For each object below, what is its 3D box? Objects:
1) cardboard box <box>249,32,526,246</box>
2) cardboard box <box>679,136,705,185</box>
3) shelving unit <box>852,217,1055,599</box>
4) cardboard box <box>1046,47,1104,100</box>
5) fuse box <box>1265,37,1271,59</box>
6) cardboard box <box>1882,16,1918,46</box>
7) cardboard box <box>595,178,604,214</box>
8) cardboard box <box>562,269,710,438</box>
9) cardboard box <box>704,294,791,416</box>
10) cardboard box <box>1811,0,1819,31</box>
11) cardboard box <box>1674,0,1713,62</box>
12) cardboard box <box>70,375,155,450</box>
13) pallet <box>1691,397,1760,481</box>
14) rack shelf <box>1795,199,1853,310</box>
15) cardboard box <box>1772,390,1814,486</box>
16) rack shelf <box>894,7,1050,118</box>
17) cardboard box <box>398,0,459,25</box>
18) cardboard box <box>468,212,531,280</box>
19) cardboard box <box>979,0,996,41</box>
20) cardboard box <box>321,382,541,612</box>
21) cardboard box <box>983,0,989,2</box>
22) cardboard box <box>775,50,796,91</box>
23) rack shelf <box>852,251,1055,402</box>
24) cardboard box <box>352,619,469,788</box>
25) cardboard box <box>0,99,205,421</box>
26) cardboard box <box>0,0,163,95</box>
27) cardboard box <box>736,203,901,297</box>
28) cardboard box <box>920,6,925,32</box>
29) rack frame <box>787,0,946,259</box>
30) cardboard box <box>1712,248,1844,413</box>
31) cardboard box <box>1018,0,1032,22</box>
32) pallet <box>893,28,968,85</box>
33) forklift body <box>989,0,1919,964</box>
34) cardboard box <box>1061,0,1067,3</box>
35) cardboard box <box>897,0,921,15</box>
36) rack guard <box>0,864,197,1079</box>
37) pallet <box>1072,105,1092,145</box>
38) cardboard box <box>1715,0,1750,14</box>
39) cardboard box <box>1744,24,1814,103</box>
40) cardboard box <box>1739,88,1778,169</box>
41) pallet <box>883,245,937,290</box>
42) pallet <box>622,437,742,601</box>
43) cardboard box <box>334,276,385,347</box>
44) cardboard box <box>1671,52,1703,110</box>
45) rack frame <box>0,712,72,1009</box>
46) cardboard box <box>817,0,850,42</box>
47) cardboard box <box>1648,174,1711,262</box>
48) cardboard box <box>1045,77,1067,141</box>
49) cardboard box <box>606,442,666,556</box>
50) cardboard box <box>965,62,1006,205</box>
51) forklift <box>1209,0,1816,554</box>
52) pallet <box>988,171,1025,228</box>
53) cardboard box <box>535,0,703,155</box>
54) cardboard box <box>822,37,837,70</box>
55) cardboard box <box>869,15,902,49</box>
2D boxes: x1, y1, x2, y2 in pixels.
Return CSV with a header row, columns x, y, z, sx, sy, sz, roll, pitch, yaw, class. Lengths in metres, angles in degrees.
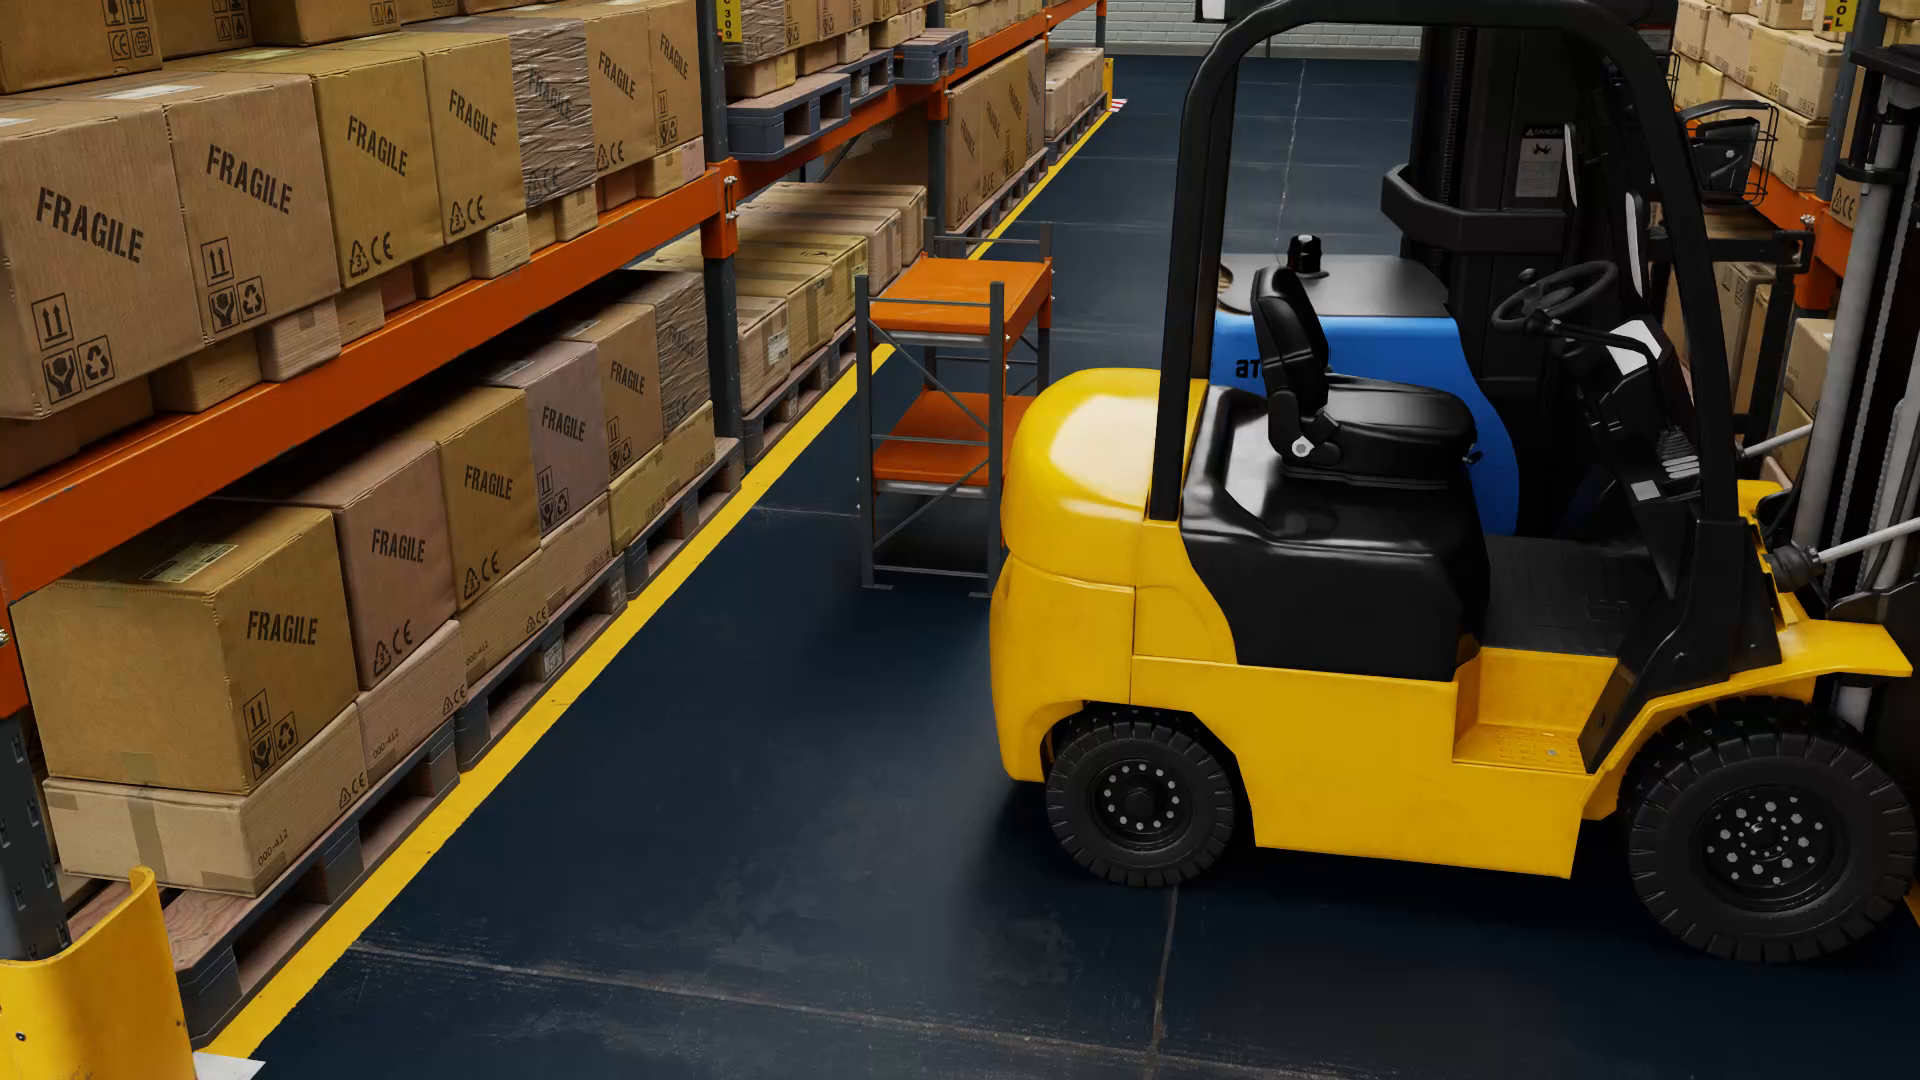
x,y,z,sx,sy,sz,roll,pitch,yaw,class
-1.556,-1.116,4.578,0.500,0.500,0.500,4,22,10,cardboard box
-1.176,-1.423,6.207,0.380,0.149,0.250,4,22,10,cardboard box
0.001,-0.524,6.150,0.538,1.125,1.048,4,22,11,shelving unit
1.003,-4.826,17.188,0.875,0.438,0.875,4,22,9,cardboard box
4.194,-7.321,22.242,0.539,1.711,0.414,4,22,11,fuse box
3.129,-1.554,5.194,0.380,0.149,0.250,4,22,10,cardboard box
-1.414,-1.151,5.533,0.380,0.149,0.250,4,22,10,cardboard box
-1.267,-0.710,6.216,0.500,0.500,0.500,4,22,10,cardboard box
-1.304,-0.848,7.399,0.950,0.372,0.625,5,22,12,cardboard box
3.440,-1.973,6.236,0.380,0.149,0.250,4,22,11,cardboard box
3.710,-2.411,7.857,0.500,0.250,0.500,4,22,10,cardboard box
-1.916,-0.302,3.425,0.380,0.149,0.250,5,22,12,cardboard box
3.563,-0.282,6.771,1.003,0.211,1.213,4,22,11,pallet
3.043,-0.238,3.891,1.077,0.370,4.000,4,22,11,rack shelf
3.050,-0.301,5.534,0.500,0.250,0.500,4,22,11,cardboard box
-0.185,-3.540,12.092,1.077,0.370,4.000,4,22,11,rack shelf
-1.966,-1.817,4.979,0.700,0.500,0.500,4,22,10,cardboard box
-1.479,-0.863,4.816,0.380,0.149,0.250,5,22,11,cardboard box
-0.046,-3.614,11.511,0.500,0.250,0.500,5,23,13,cardboard box
-1.573,-0.141,4.804,0.500,0.500,0.500,5,22,12,cardboard box
-0.027,-3.842,11.409,0.500,0.250,0.500,4,22,11,cardboard box
-0.927,-2.027,7.145,0.380,0.149,0.250,5,22,12,cardboard box
0.001,-0.796,6.040,0.538,0.278,1.000,4,22,11,rack shelf
-1.678,0.404,4.455,0.500,0.250,0.500,5,23,13,cardboard box
-1.857,-0.553,3.180,0.500,0.500,0.500,4,22,10,cardboard box
-2.224,-1.253,3.579,0.700,0.500,0.500,5,22,11,cardboard box
-0.860,-1.642,9.371,0.950,0.372,0.625,4,22,10,cardboard box
-0.413,-2.980,9.511,0.380,0.149,0.250,5,22,12,cardboard box
-0.593,-3.143,10.142,1.000,3.000,0.127,4,22,11,rack frame
3.712,-0.871,7.118,0.875,0.625,0.625,4,22,10,cardboard box
0.274,-4.167,12.885,0.500,0.250,0.500,4,22,10,cardboard box
-0.634,-2.785,9.510,1.213,0.211,1.003,4,22,11,pallet
1.236,-0.279,4.167,2.313,2.155,1.214,4,22,11,forklift body
0.682,-4.987,14.588,0.500,0.500,0.500,5,22,11,cardboard box
-0.508,-3.145,9.052,0.500,0.500,0.500,4,22,10,cardboard box
-2.210,0.915,3.413,1.175,0.500,0.348,4,22,11,rack guard
0.702,-4.032,16.082,1.003,0.211,1.213,4,22,11,pallet
3.513,-2.364,7.207,0.380,0.149,0.250,4,22,9,cardboard box
3.399,-1.853,6.471,0.500,0.250,0.500,4,22,10,cardboard box
3.395,-1.622,6.566,0.500,0.250,0.500,4,22,11,cardboard box
-0.754,-1.564,9.953,1.003,0.211,1.213,4,22,11,pallet
-1.511,-0.138,6.414,1.003,0.211,1.213,4,22,11,pallet
-1.665,-0.580,4.114,0.380,0.149,0.250,5,22,12,cardboard box
3.732,-2.180,7.952,0.500,0.250,0.500,4,22,9,cardboard box
-2.222,-0.217,2.876,0.949,2.616,0.053,4,22,11,rack frame
-0.817,-2.572,7.629,0.500,0.500,0.500,4,22,11,cardboard box
4.127,-1.632,9.007,0.875,0.625,0.625,5,23,13,cardboard box
0.457,-3.833,14.724,0.875,0.438,0.875,4,22,10,cardboard box
-1.365,-0.167,5.871,0.500,0.250,0.500,4,22,9,cardboard box
-0.184,-2.924,11.881,0.875,0.875,0.875,5,22,12,cardboard box
2.276,-1.219,5.456,3.031,2.935,1.130,1,22,2,forklift
-0.107,-2.577,12.469,1.003,0.211,1.213,4,22,11,pallet
-1.256,-1.683,5.984,0.500,0.500,0.500,4,22,10,cardboard box
-0.799,-2.317,7.867,0.380,0.149,0.250,5,22,11,cardboard box
-0.522,-2.691,8.794,0.380,0.149,0.250,5,22,12,cardboard box
